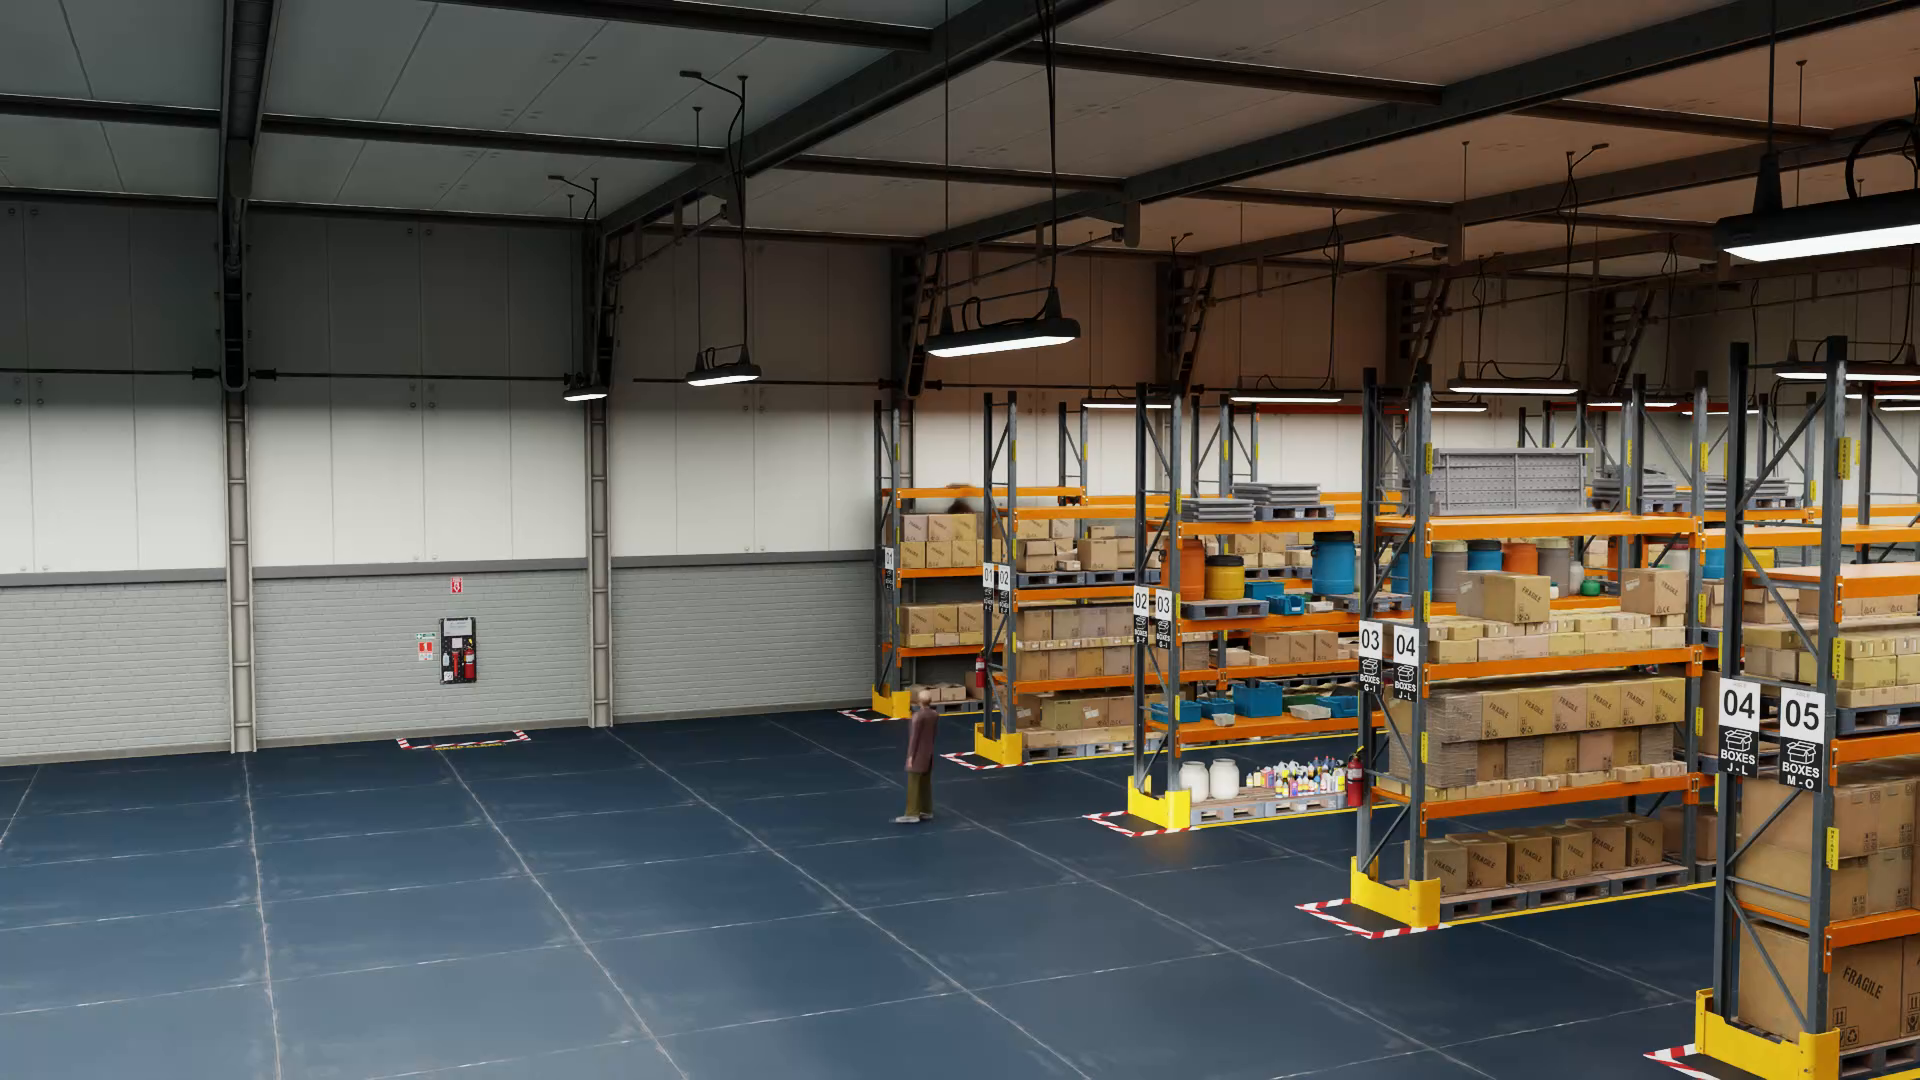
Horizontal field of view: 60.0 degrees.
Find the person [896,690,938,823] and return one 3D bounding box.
[{"bbox_3d":[-0.589,2.947,22.770,0.472,1.786,0.611,1,4,20],"label":"person"}]
